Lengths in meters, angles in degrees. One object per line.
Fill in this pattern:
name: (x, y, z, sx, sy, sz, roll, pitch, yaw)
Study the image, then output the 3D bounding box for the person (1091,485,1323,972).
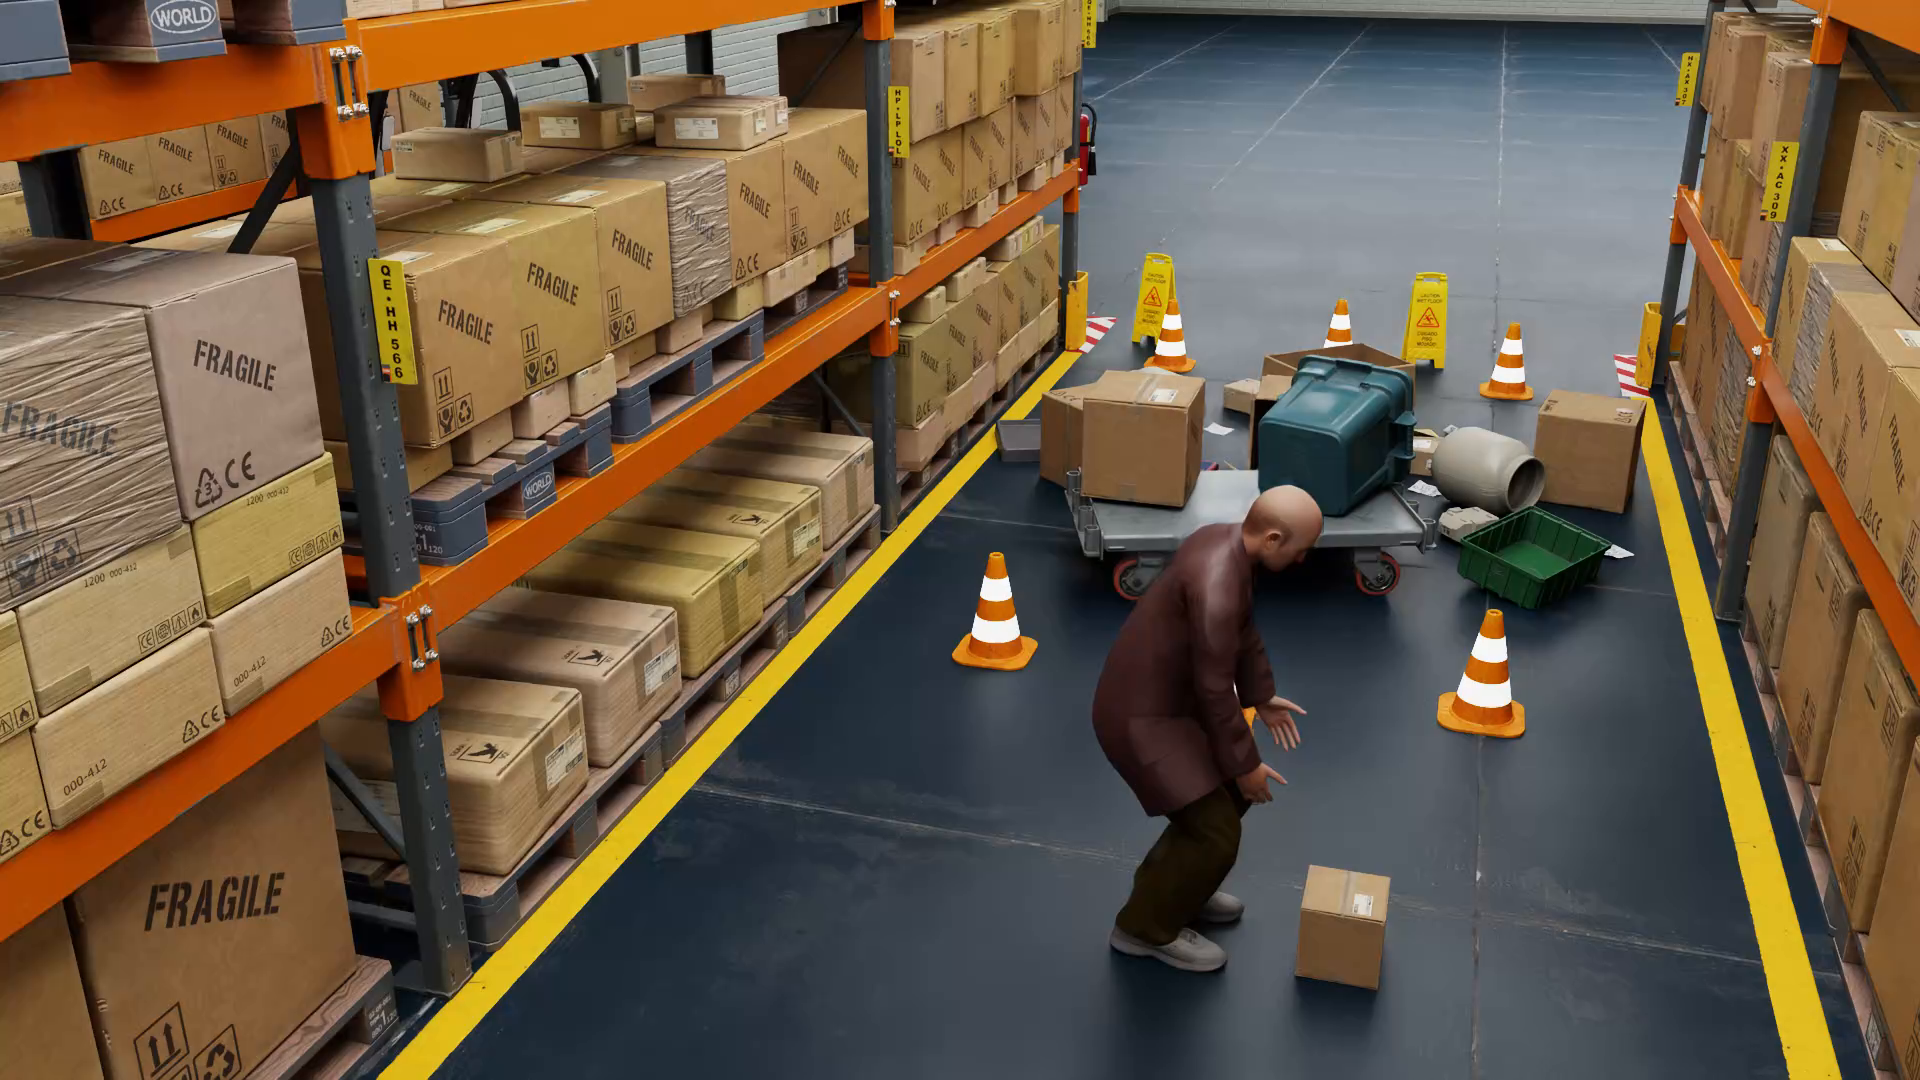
person: (0.731, 0.543, 5.082, 0.636, 1.531, 0.627, 7, 23, 16)
